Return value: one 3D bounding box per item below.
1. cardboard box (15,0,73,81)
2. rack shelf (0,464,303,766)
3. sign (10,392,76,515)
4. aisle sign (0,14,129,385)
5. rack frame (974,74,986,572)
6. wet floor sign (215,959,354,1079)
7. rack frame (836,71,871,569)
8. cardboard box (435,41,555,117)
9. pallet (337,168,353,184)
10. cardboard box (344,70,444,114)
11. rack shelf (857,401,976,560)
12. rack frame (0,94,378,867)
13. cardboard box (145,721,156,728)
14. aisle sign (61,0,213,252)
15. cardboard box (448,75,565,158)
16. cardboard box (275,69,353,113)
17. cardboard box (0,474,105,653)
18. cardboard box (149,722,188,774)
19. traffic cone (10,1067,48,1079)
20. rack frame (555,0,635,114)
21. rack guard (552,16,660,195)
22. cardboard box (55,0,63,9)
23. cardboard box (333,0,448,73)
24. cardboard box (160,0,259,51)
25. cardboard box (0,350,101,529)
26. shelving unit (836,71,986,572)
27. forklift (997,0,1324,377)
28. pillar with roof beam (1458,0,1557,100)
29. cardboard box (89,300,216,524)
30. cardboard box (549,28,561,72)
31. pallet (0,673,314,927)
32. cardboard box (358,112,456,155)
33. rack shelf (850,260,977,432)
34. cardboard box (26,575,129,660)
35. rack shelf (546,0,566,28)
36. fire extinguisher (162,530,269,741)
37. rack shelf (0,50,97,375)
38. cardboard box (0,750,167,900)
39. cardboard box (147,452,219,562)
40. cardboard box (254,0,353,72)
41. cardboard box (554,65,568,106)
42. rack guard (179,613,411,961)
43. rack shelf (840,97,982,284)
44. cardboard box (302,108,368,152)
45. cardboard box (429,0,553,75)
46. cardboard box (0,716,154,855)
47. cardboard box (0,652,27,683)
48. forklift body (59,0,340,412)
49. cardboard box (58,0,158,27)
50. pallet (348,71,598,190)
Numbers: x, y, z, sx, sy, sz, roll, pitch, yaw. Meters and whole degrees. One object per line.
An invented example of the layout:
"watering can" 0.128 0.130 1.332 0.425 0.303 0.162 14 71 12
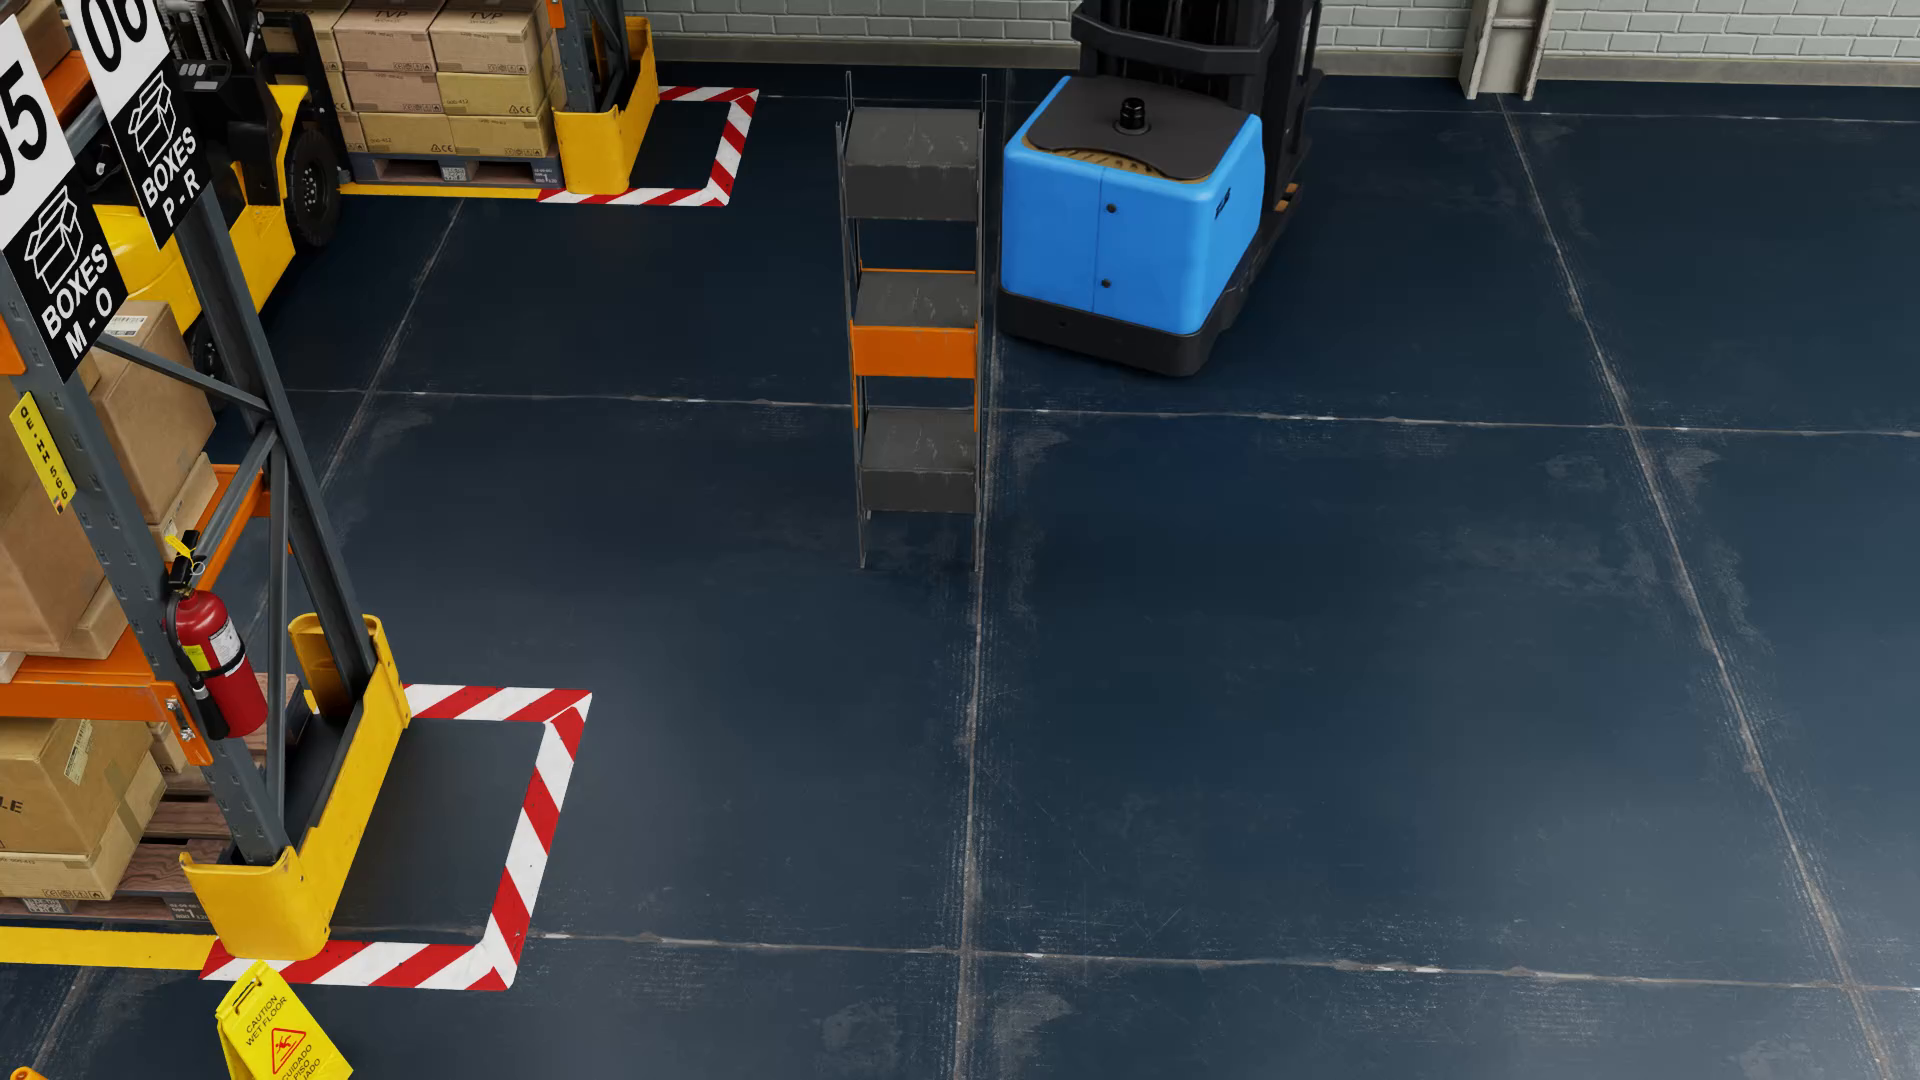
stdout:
"cardboard box" -2.585 -1.291 4.419 0.250 0.149 0.380 2 43 2
"rack shelf" -4.266 0.148 5.419 4.000 0.370 1.077 2 43 2
"sign" -2.313 -0.216 4.200 0.005 0.325 0.100 2 43 2
"aisle sign" -2.220 -0.806 4.008 0.004 0.787 0.394 2 43 2
"rack frame" 0.078 -0.766 6.532 0.015 2.100 0.400 2 43 2
"wet floor sign" -2.127 1.542 5.122 0.232 0.644 0.267 16 45 16
"rack frame" -0.409 -0.781 6.548 0.015 2.100 0.400 2 43 2
"cardboard box" -2.549 -2.567 9.147 0.500 0.250 0.500 1 43 1
"pallet" -4.030 -2.448 9.723 1.213 0.211 1.003 2 43 2
"cardboard box" -3.049 -2.590 9.172 0.500 0.250 0.500 1 43 1
"rack shelf" -0.165 -0.251 7.026 0.480 0.518 0.431 2 43 2
"rack frame" -2.268 -0.054 5.108 0.127 3.000 1.000 2 43 2
"cardboard box" -3.086 0.310 5.875 0.500 0.500 0.500 0 43 0
"aisle sign" -2.193 -1.215 4.446 0.004 0.787 0.394 2 43 2
"cardboard box" -2.532 -2.381 9.315 0.500 0.250 0.500 2 43 2
"cardboard box" -3.566 -2.591 9.173 0.500 0.250 0.500 1 43 1
"cardboard box" -2.823 -0.029 4.789 0.500 0.500 0.500 1 43 1
"cardboard box" -3.062 0.585 6.130 0.500 0.250 0.500 1 43 2
"traffic cone" -2.756 1.739 5.044 0.334 0.463 0.336 2 43 2
"rack frame" -2.049 -3.434 8.736 0.127 3.000 1.000 2 43 2
"rack guard" -2.025 -2.519 9.587 0.348 0.500 1.175 2 43 2
"cardboard box" -5.065 -2.819 9.052 0.500 0.250 0.500 2 43 2
"cardboard box" -3.033 -2.761 8.989 0.500 0.250 0.500 2 43 3
"cardboard box" -4.043 -2.791 9.021 0.500 0.250 0.500 1 43 1
"cardboard box" -2.789 -0.433 4.489 0.500 0.500 0.700 1 43 1
"shelving unit" -0.165 -0.773 6.540 0.503 2.100 0.431 2 43 2
"forklift" 1.246 -2.868 8.178 1.130 2.935 3.031 17 46 17
"pillar with roof beam" 3.096 -3.149 4.028 0.400 9.000 9.100 2 43 2
"cardboard box" -2.729 -0.403 5.191 0.500 0.500 0.500 1 43 1
"cardboard box" -2.509 -2.921 9.527 0.500 0.250 0.500 2 43 3
"pallet" -3.154 0.915 6.113 1.213 0.211 1.003 2 43 2
"cardboard box" -3.029 -2.403 9.338 0.500 0.250 0.500 2 43 2
"rack shelf" -0.165 -0.763 6.549 0.480 0.518 0.431 2 43 2
"cardboard box" -2.652 0.172 5.049 0.250 0.149 0.380 3 43 3
"rack shelf" -4.047 -3.233 9.047 4.000 0.370 1.077 2 43 2
"fire extinguisher" -2.175 0.291 4.793 0.183 0.674 0.296 2 43 2
"rack shelf" -4.266 -0.950 4.396 4.000 0.370 1.077 2 43 2
"cardboard box" -3.112 0.956 5.733 0.500 0.250 0.500 2 43 2
"cardboard box" -2.598 -0.114 5.356 0.250 0.149 0.380 2 43 2
"cardboard box" -3.538 -2.770 8.998 0.500 0.250 0.500 2 43 2
"cardboard box" -2.530 -2.730 9.689 0.500 0.250 0.500 2 43 2
"rack guard" -2.344 0.858 5.962 0.348 0.500 1.175 2 43 2
"rack shelf" -0.165 -1.276 6.072 0.480 0.518 0.431 2 43 2
"cardboard box" -3.528 -2.424 9.361 0.500 0.250 0.500 2 43 2
"cardboard box" -2.523 -2.750 8.976 0.500 0.250 0.500 3 43 3
"cardboard box" -3.081 0.677 5.482 0.500 0.500 0.500 2 43 2
"cardboard box" -2.910 0.240 4.976 0.250 0.149 0.380 1 43 1
"forklift body" -4.025 -1.940 7.754 1.214 2.155 2.313 2 43 2
"cardboard box" -4.567 -2.812 9.044 0.500 0.250 0.500 3 43 3
"pallet" -2.814 -2.409 9.681 1.213 0.211 1.003 2 43 2
